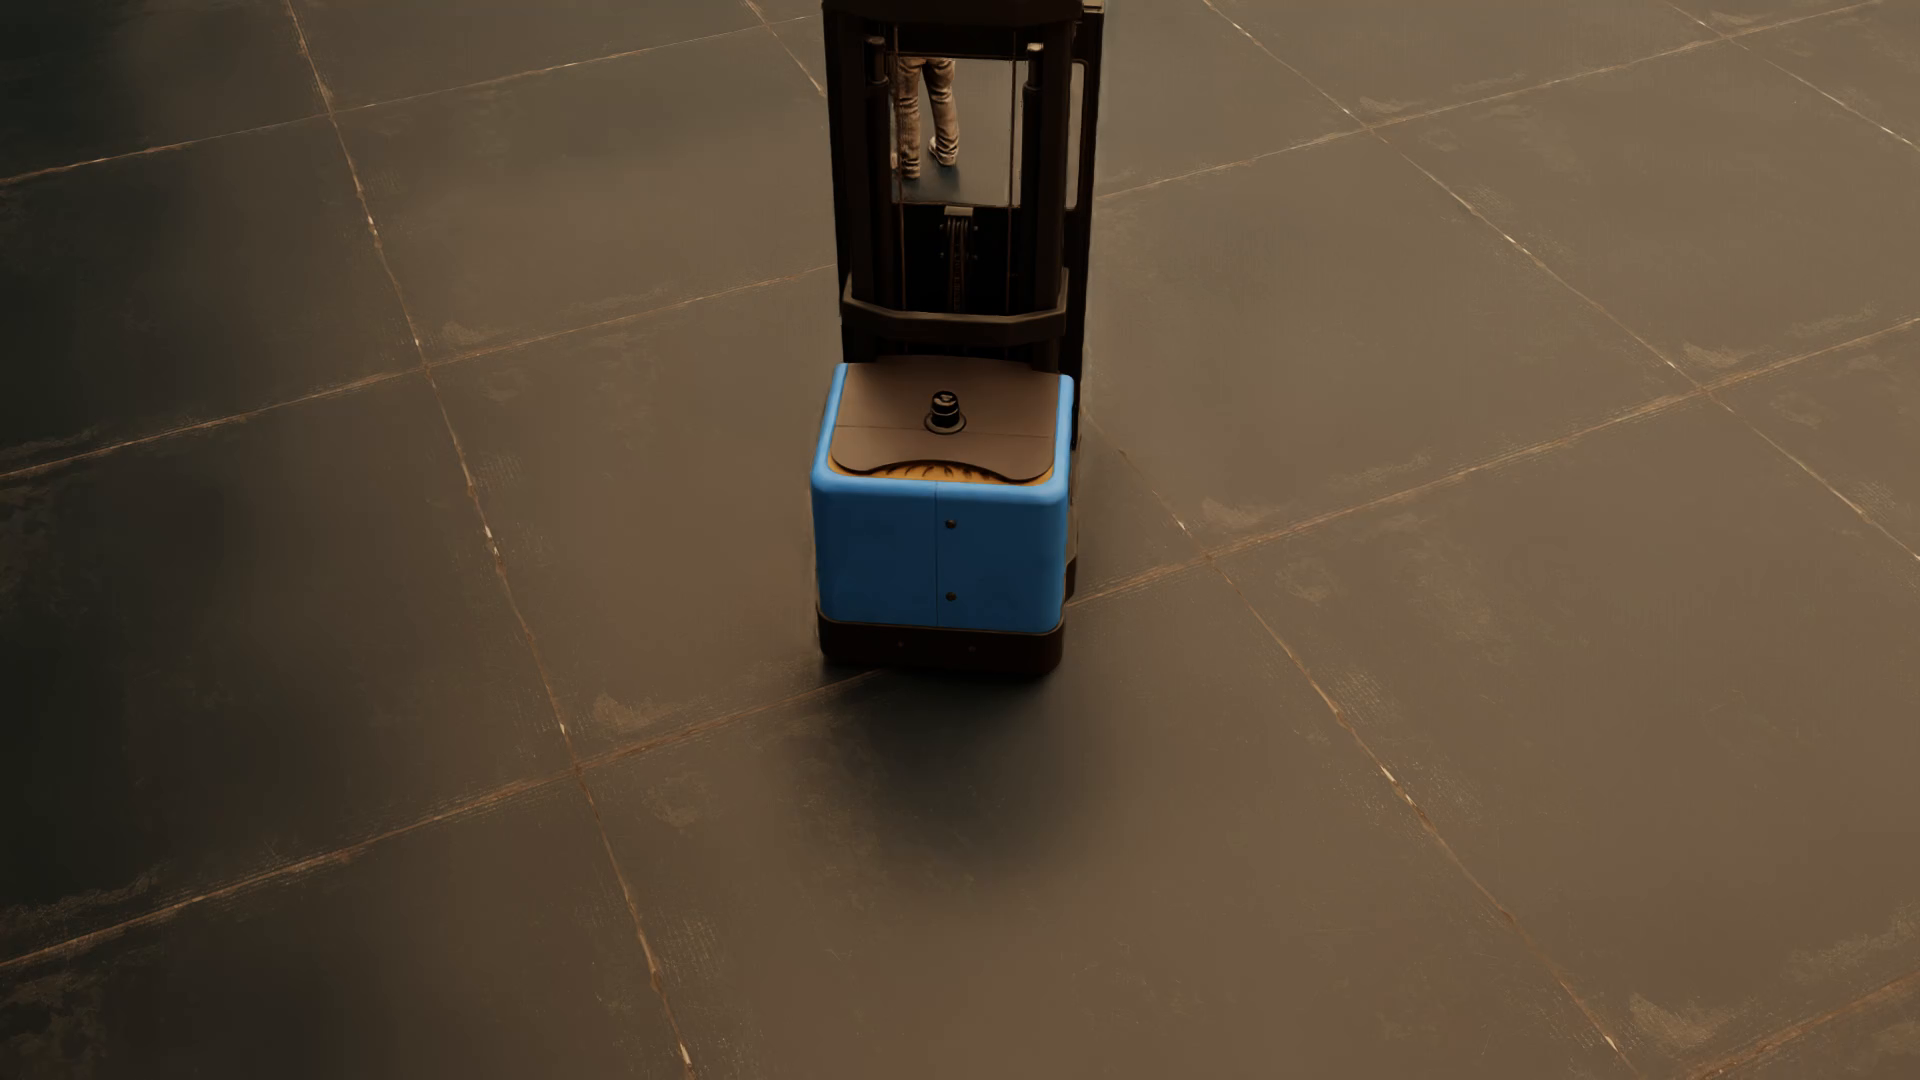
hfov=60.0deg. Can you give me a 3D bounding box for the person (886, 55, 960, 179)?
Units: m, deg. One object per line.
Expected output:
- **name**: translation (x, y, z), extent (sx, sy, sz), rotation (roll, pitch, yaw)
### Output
- **person**: translation (-0.250, -2.938, 9.670), extent (0.651, 1.792, 0.526), rotation (-18, 46, -19)

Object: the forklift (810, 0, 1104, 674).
- **forklift**: translation (0.034, -1.500, 7.287), extent (1.130, 2.935, 3.031), rotation (3, 43, 4)
